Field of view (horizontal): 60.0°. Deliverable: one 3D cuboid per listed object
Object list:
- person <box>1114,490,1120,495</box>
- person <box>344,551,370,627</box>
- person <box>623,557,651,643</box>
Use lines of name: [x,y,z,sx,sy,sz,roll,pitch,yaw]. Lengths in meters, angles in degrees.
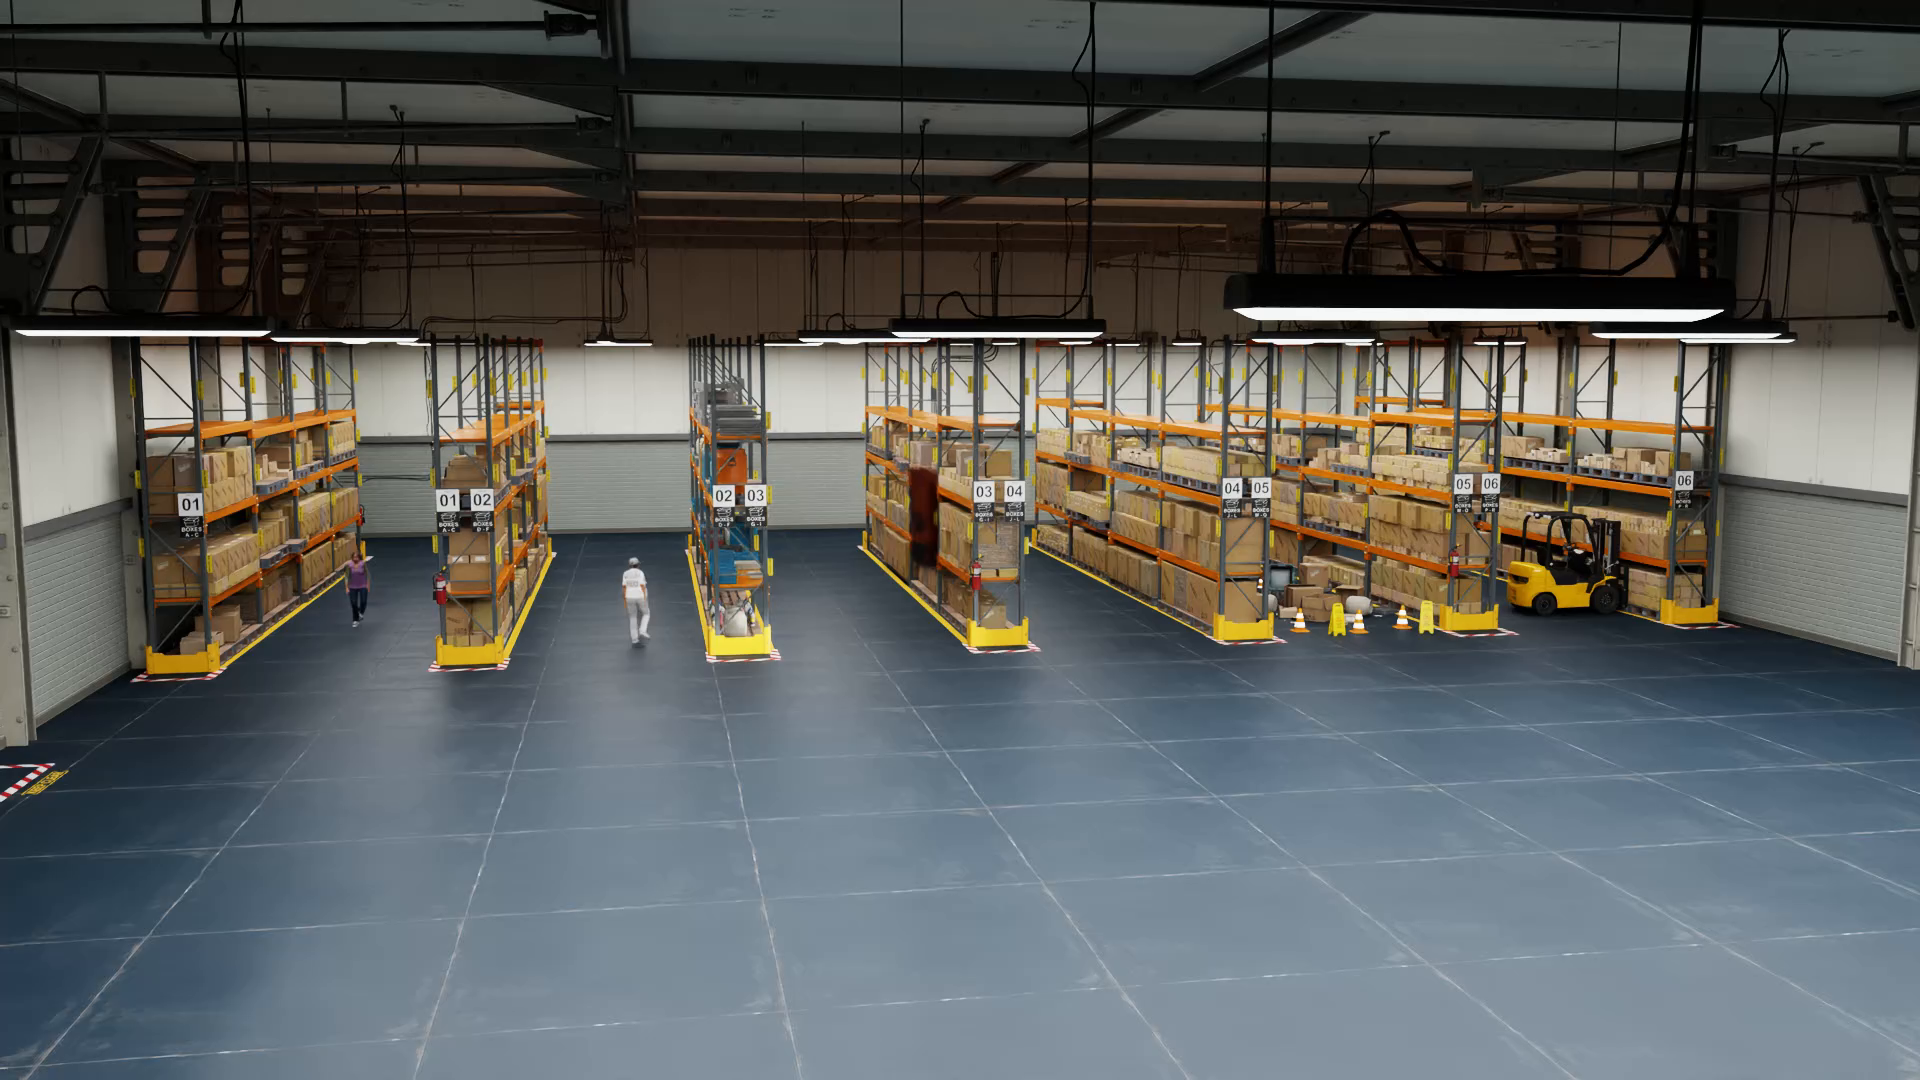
person: [4.549,-0.537,47.061,0.602,1.762,0.514,-2,7,-14]
person: [-12.525,1.005,34.573,0.501,1.568,0.474,-2,7,-16]
person: [-6.334,1.172,32.559,0.547,1.652,0.514,0,7,-2]
